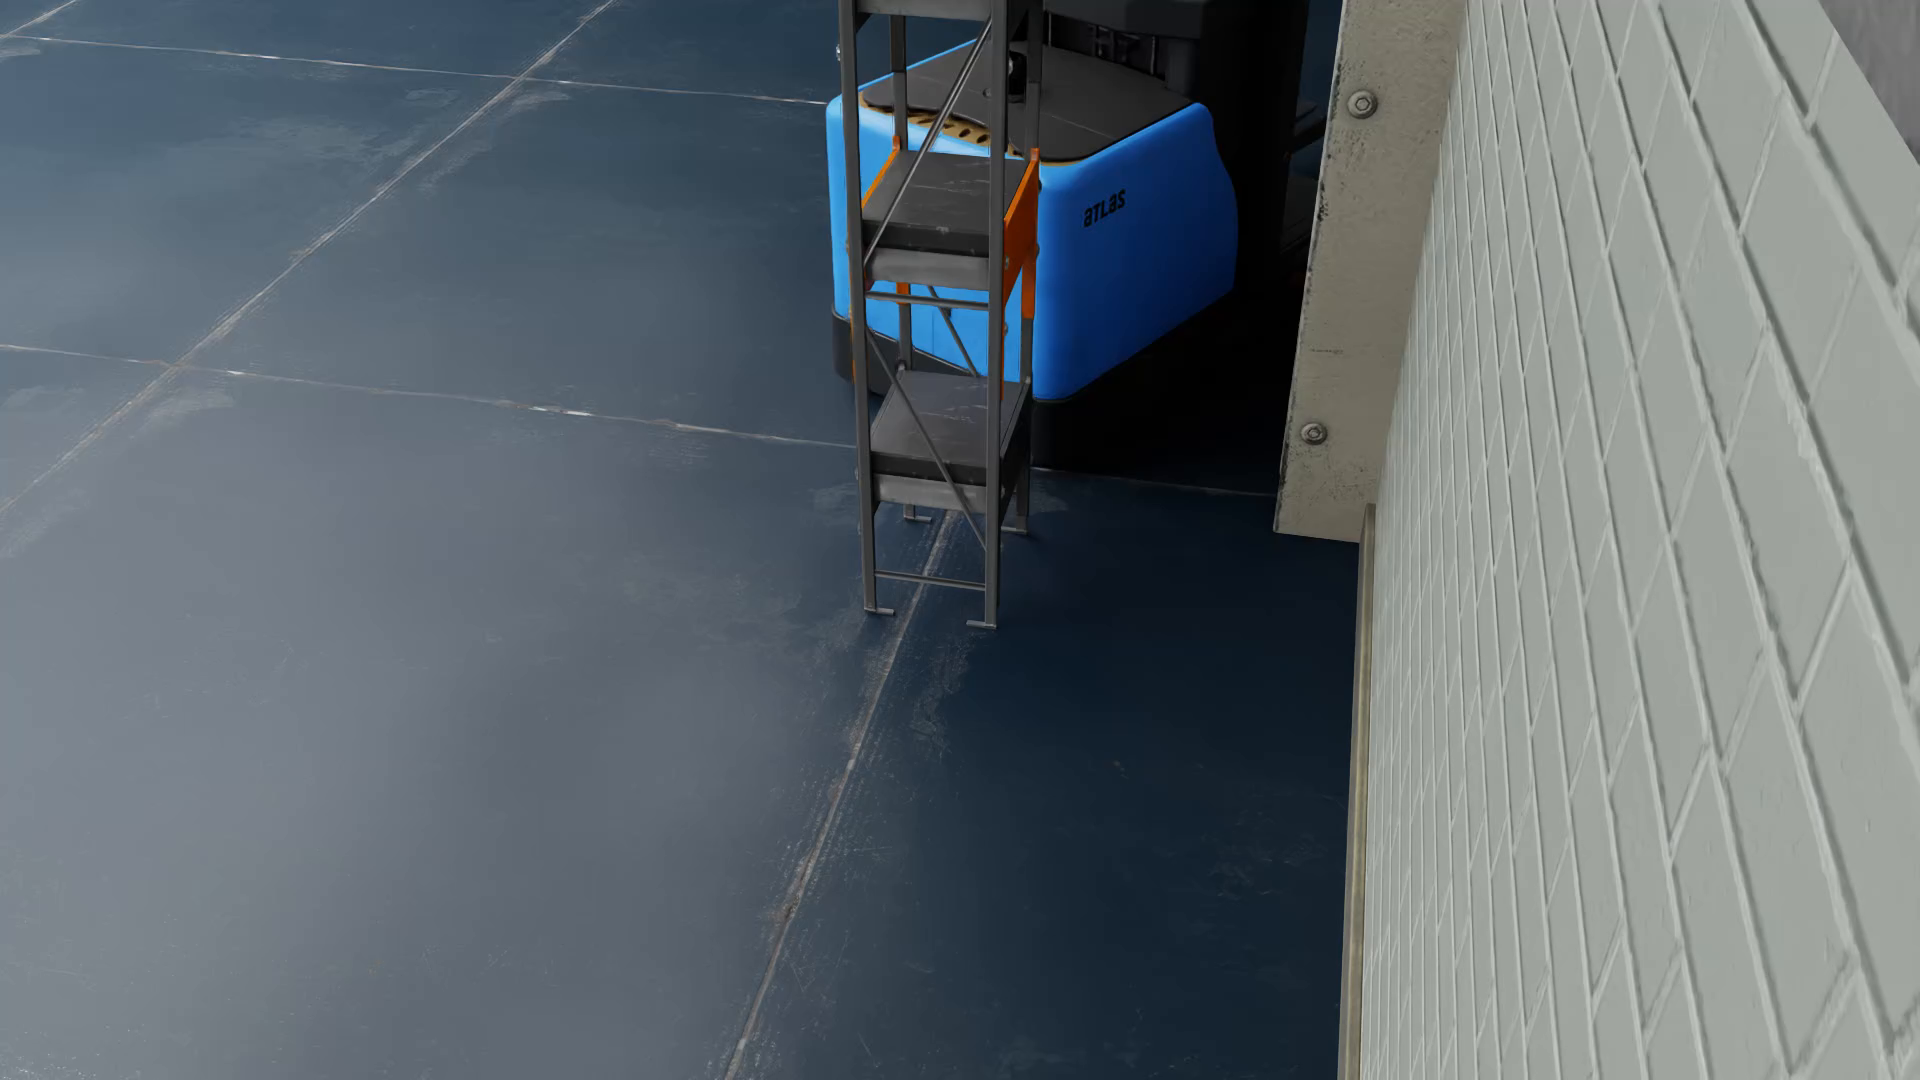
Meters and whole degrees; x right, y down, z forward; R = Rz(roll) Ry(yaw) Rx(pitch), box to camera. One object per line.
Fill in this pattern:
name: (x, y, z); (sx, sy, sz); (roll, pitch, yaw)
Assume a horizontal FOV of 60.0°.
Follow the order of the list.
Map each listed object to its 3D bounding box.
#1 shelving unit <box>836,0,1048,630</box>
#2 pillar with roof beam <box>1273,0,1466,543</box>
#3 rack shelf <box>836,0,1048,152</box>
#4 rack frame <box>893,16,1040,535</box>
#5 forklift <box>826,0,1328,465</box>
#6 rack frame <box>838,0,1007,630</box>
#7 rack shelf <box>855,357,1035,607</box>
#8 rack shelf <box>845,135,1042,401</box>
shelving unit: (-0.035, -0.755, 4.503); (0.431, 2.100, 0.503); (7, 37, 10)
pillar with roof beam: (-3.018, -4.303, 3.520); (9.100, 9.000, 0.400); (7, 37, 10)
rack shelf: (-0.035, -1.311, 4.100); (0.431, 0.518, 0.480); (7, 37, 10)
rack frame: (0.017, -0.895, 4.696); (0.400, 2.100, 0.015); (7, 37, 10)
forklift: (0.879, -2.227, 5.826); (1.130, 2.935, 3.031); (26, 43, 31)
rack frame: (-0.087, -0.615, 4.310); (0.400, 2.100, 0.015); (7, 37, 10)
rack shelf: (-0.035, -0.177, 4.922); (0.431, 0.518, 0.480); (7, 37, 10)
rack shelf: (-0.035, -0.744, 4.511); (0.431, 0.518, 0.480); (7, 37, 10)
